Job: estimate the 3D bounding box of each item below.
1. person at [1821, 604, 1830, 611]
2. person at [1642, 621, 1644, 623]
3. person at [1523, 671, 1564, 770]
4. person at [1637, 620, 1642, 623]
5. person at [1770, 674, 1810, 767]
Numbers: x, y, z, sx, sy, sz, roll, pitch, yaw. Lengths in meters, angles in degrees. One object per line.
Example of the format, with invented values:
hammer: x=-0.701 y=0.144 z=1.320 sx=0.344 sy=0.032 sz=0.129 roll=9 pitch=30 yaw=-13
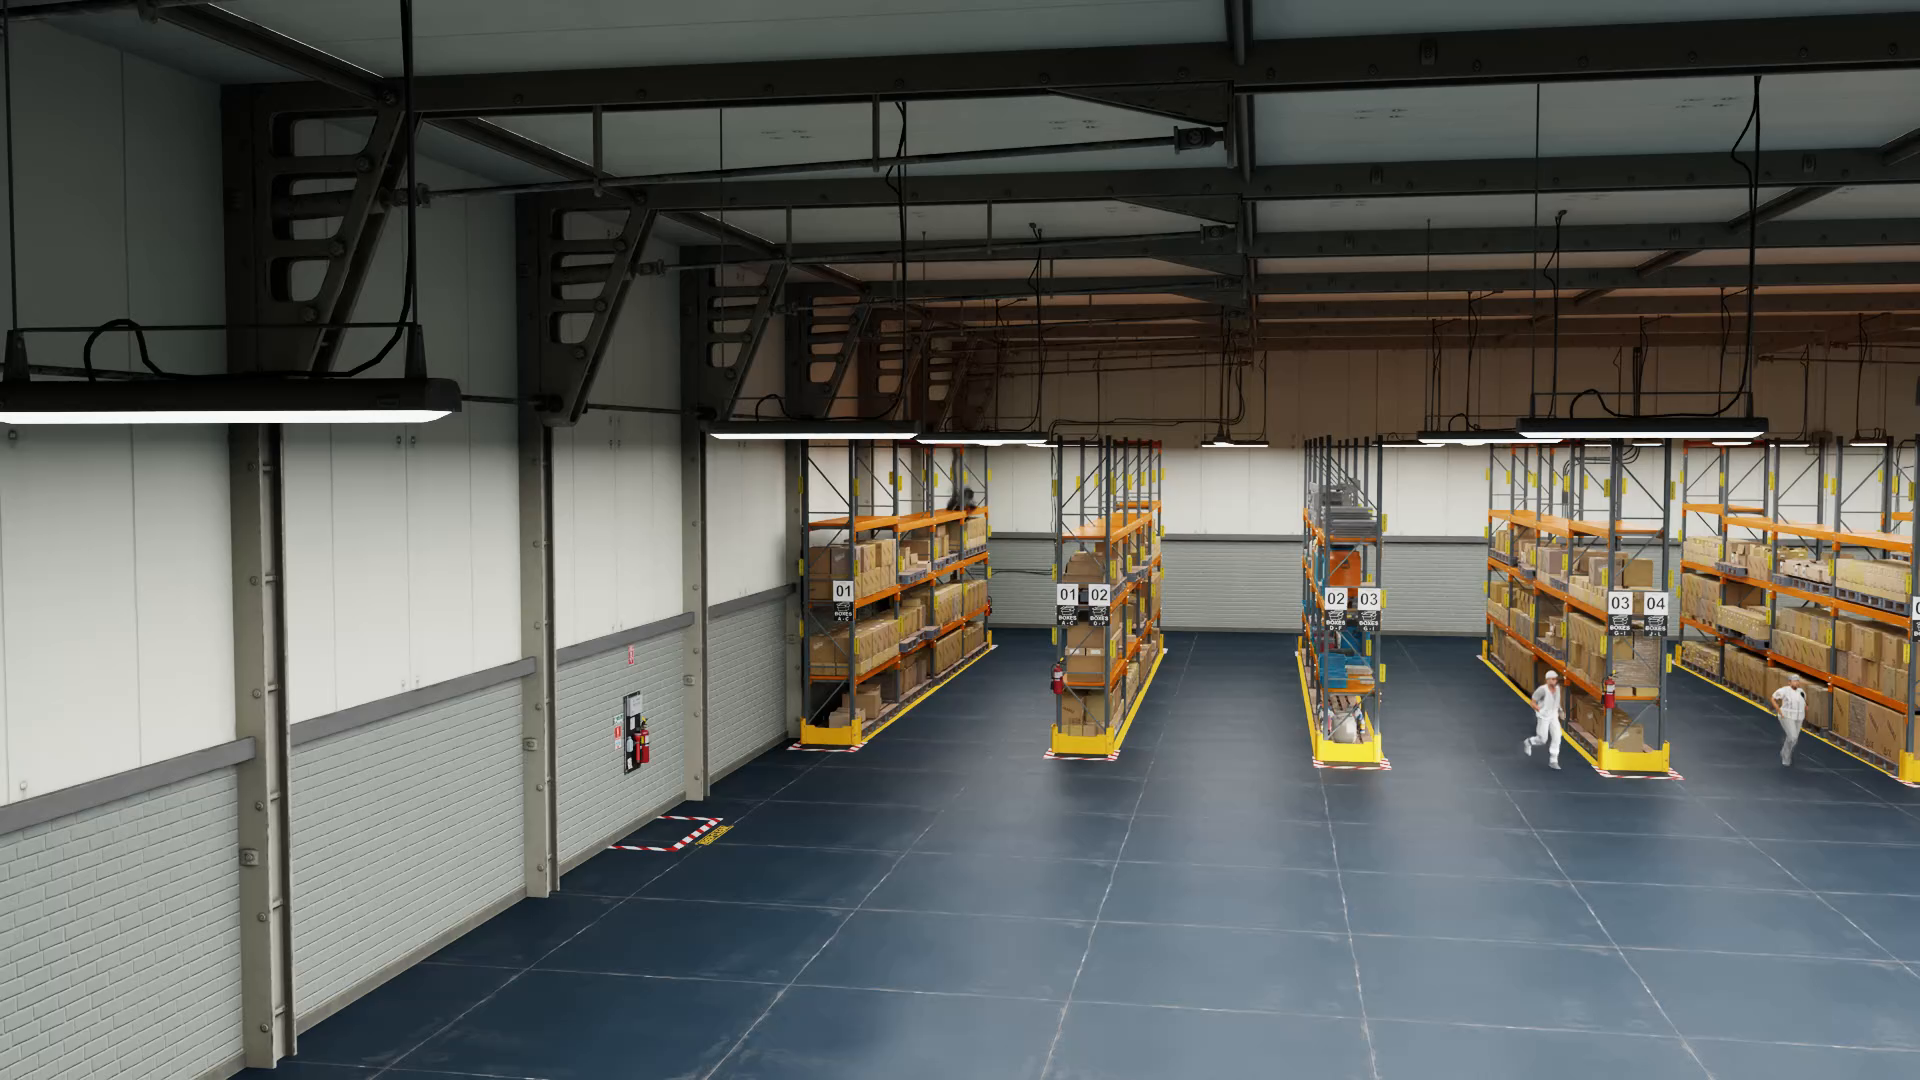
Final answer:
person: x=23.429 y=2.421 z=45.152 sx=0.922 sy=1.695 sz=0.614 roll=0 pitch=3 yaw=-2
person: x=17.497 y=2.615 z=42.130 sx=0.545 sy=1.636 sz=0.616 roll=1 pitch=3 yaw=18
person: x=10.601 y=3.219 z=30.125 sx=0.657 sy=1.736 sz=0.969 roll=-1 pitch=3 yaw=-21
person: x=18.036 y=2.468 z=45.050 sx=0.504 sy=1.665 sz=0.881 roll=-2 pitch=4 yaw=-35
person: x=15.105 y=3.273 z=30.180 sx=0.579 sy=1.687 sz=0.693 roll=0 pitch=3 yaw=-9
